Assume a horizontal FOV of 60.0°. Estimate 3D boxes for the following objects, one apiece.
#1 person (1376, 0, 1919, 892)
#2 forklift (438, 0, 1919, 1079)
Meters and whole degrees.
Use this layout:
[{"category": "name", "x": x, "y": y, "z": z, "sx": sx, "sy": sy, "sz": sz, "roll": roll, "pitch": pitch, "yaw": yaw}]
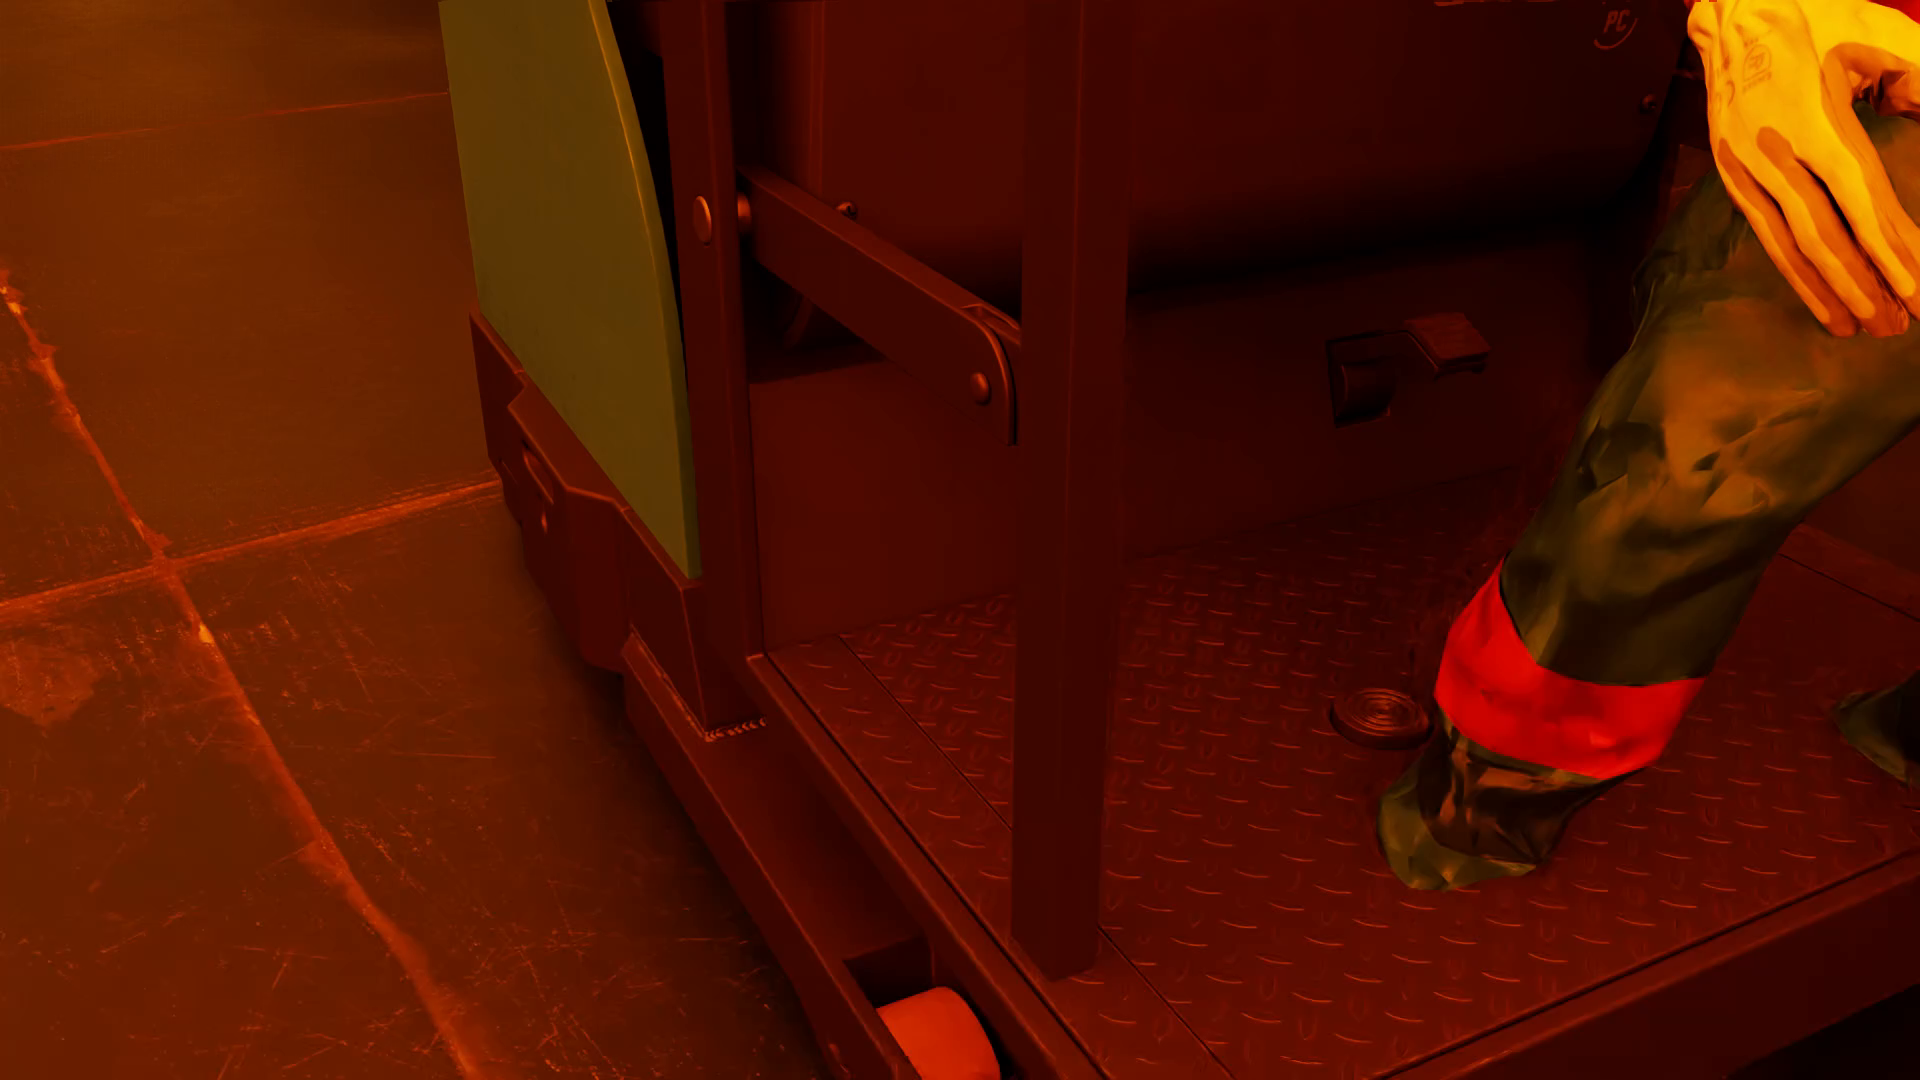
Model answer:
[{"category": "person", "x": 0.730, "y": -0.298, "z": 1.032, "sx": 0.836, "sy": 1.567, "sz": 0.719, "roll": 6, "pitch": 27, "yaw": 12}, {"category": "forklift", "x": 0.381, "y": -0.913, "z": 1.052, "sx": 1.130, "sy": 2.935, "sz": 3.031, "roll": -13, "pitch": 29, "yaw": -24}]
